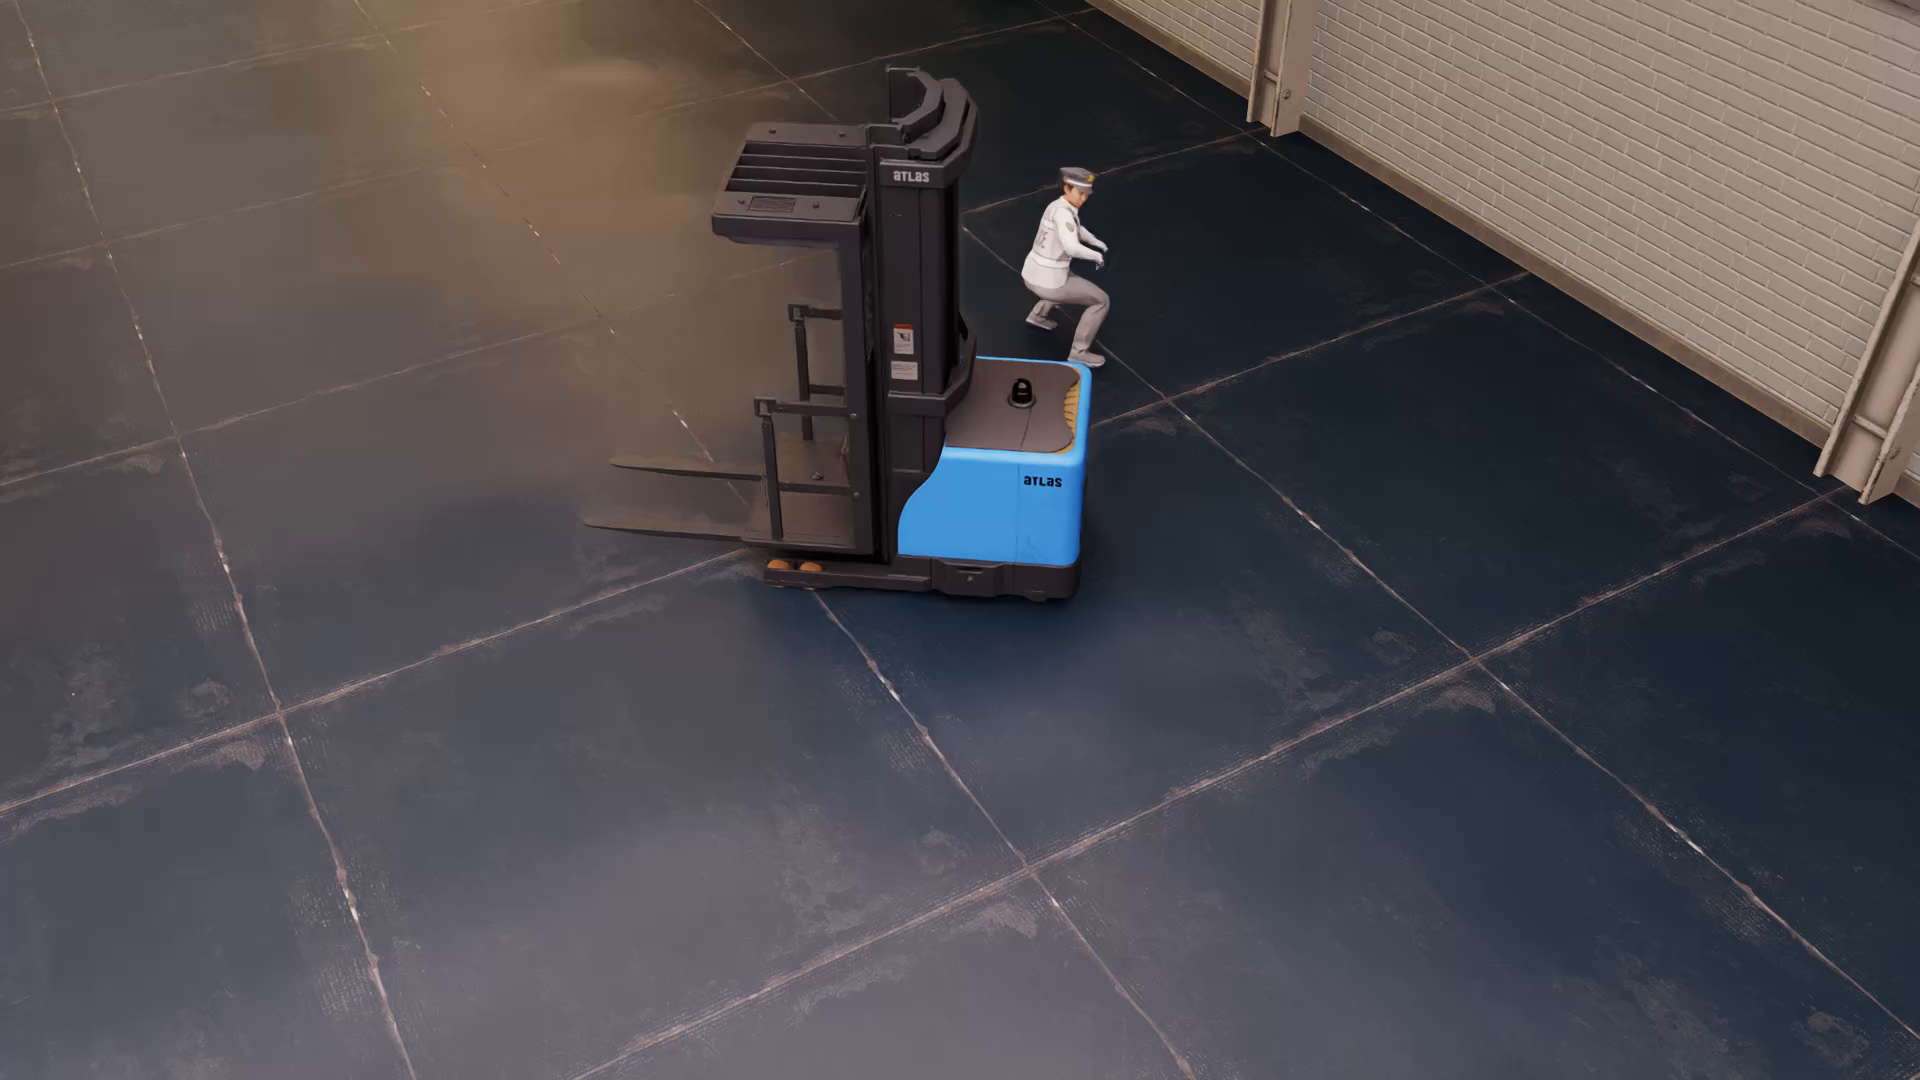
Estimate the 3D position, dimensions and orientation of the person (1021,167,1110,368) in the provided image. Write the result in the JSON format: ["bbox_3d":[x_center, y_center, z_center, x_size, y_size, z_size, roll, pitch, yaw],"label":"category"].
[{"bbox_3d":[0.789,-1.911,11.563,0.787,1.450,0.805,-13,41,-15],"label":"person"}]

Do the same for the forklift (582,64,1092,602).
[{"bbox_3d":[-0.755,-1.161,9.436,3.031,2.935,1.130,4,40,5],"label":"forklift"}]
